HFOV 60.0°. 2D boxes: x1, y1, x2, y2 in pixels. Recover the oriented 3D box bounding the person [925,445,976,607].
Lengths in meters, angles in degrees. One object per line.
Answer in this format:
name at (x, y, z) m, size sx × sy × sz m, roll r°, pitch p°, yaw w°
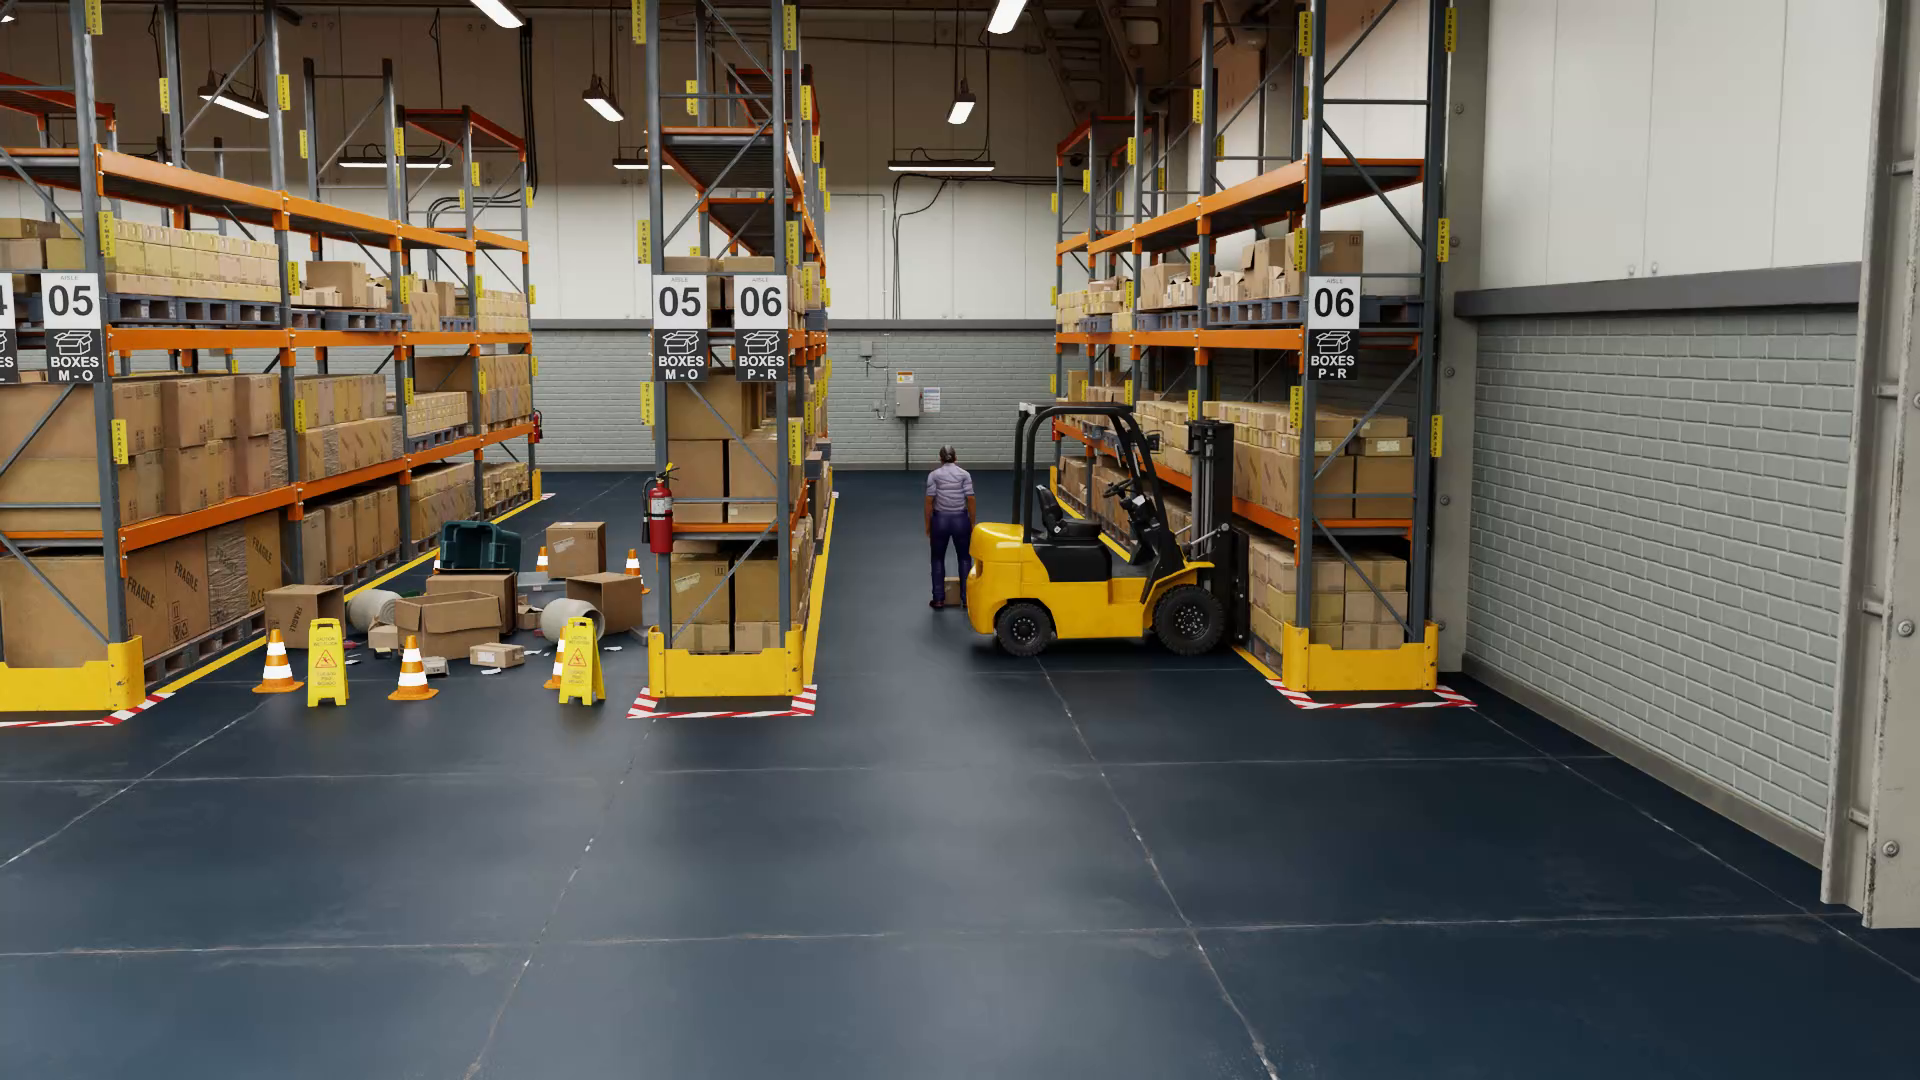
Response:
person at (-0.094, -0.138, 16.917) m, size 0.537 × 1.651 × 0.371 m, roll -1°, pitch 7°, yaw -5°
